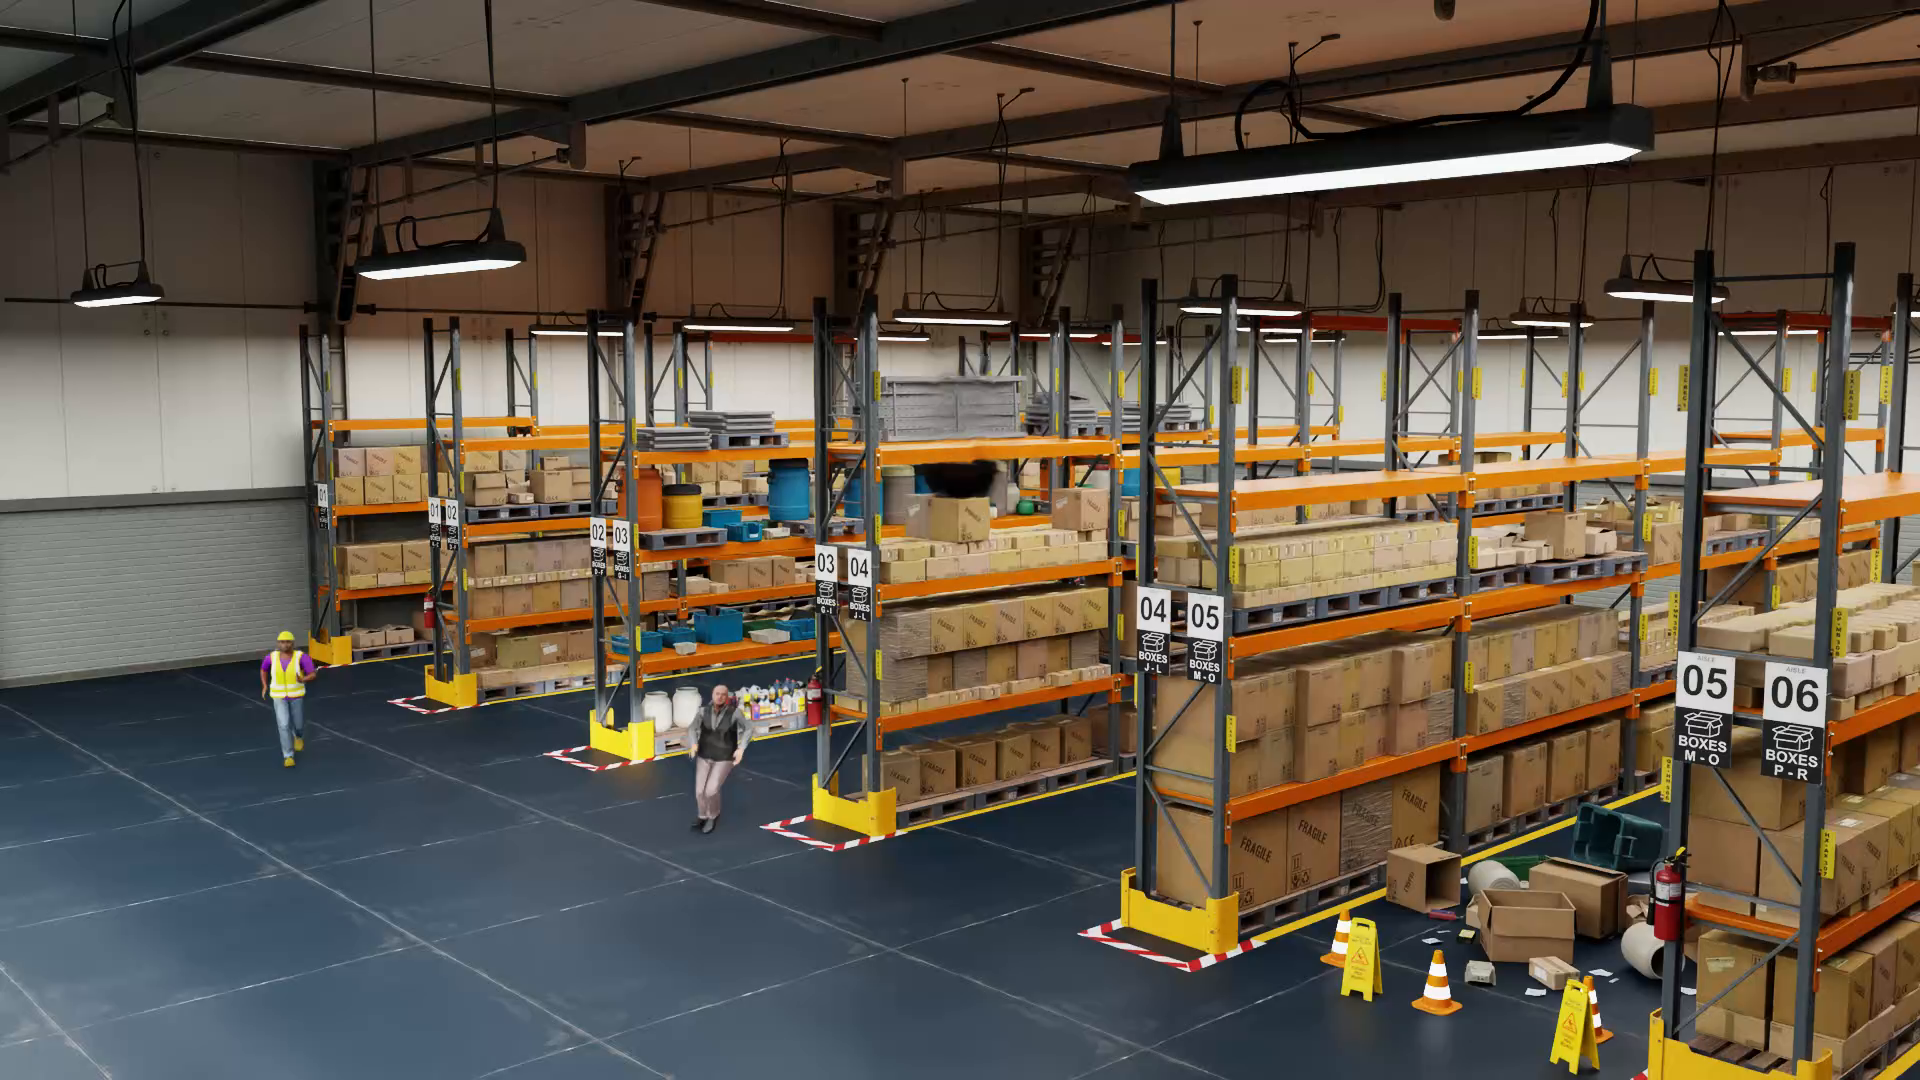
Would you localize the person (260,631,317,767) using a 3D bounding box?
[{"bbox_3d":[-8.861,2.062,21.959,0.705,1.749,0.915,-2,6,-18],"label":"person"}]

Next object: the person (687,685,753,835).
[{"bbox_3d":[-2.717,2.458,18.605,0.714,1.686,0.573,1,6,13],"label":"person"}]
